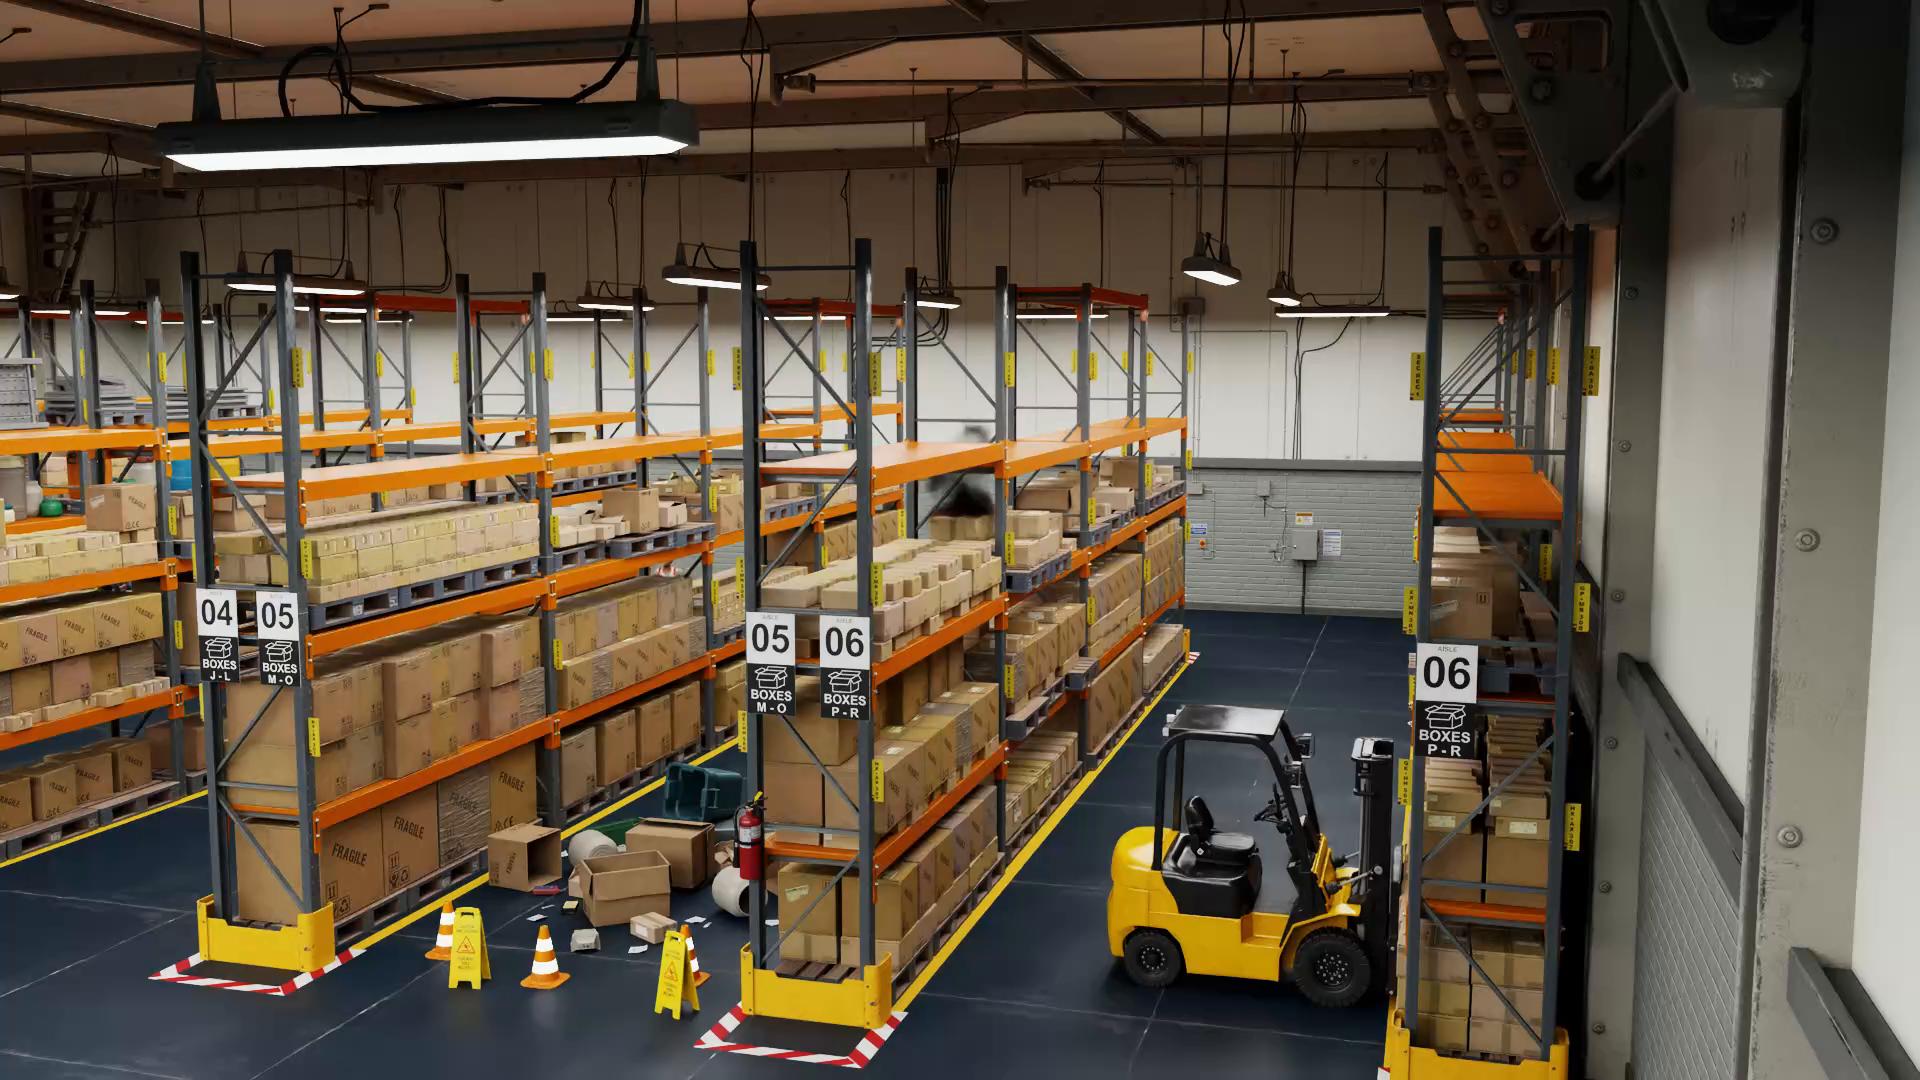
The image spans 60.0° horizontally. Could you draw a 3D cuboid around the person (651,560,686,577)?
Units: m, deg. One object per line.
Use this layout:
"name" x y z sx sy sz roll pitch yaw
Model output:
"person" -5.024 1.092 28.658 0.710 1.802 0.825 0 6 3
